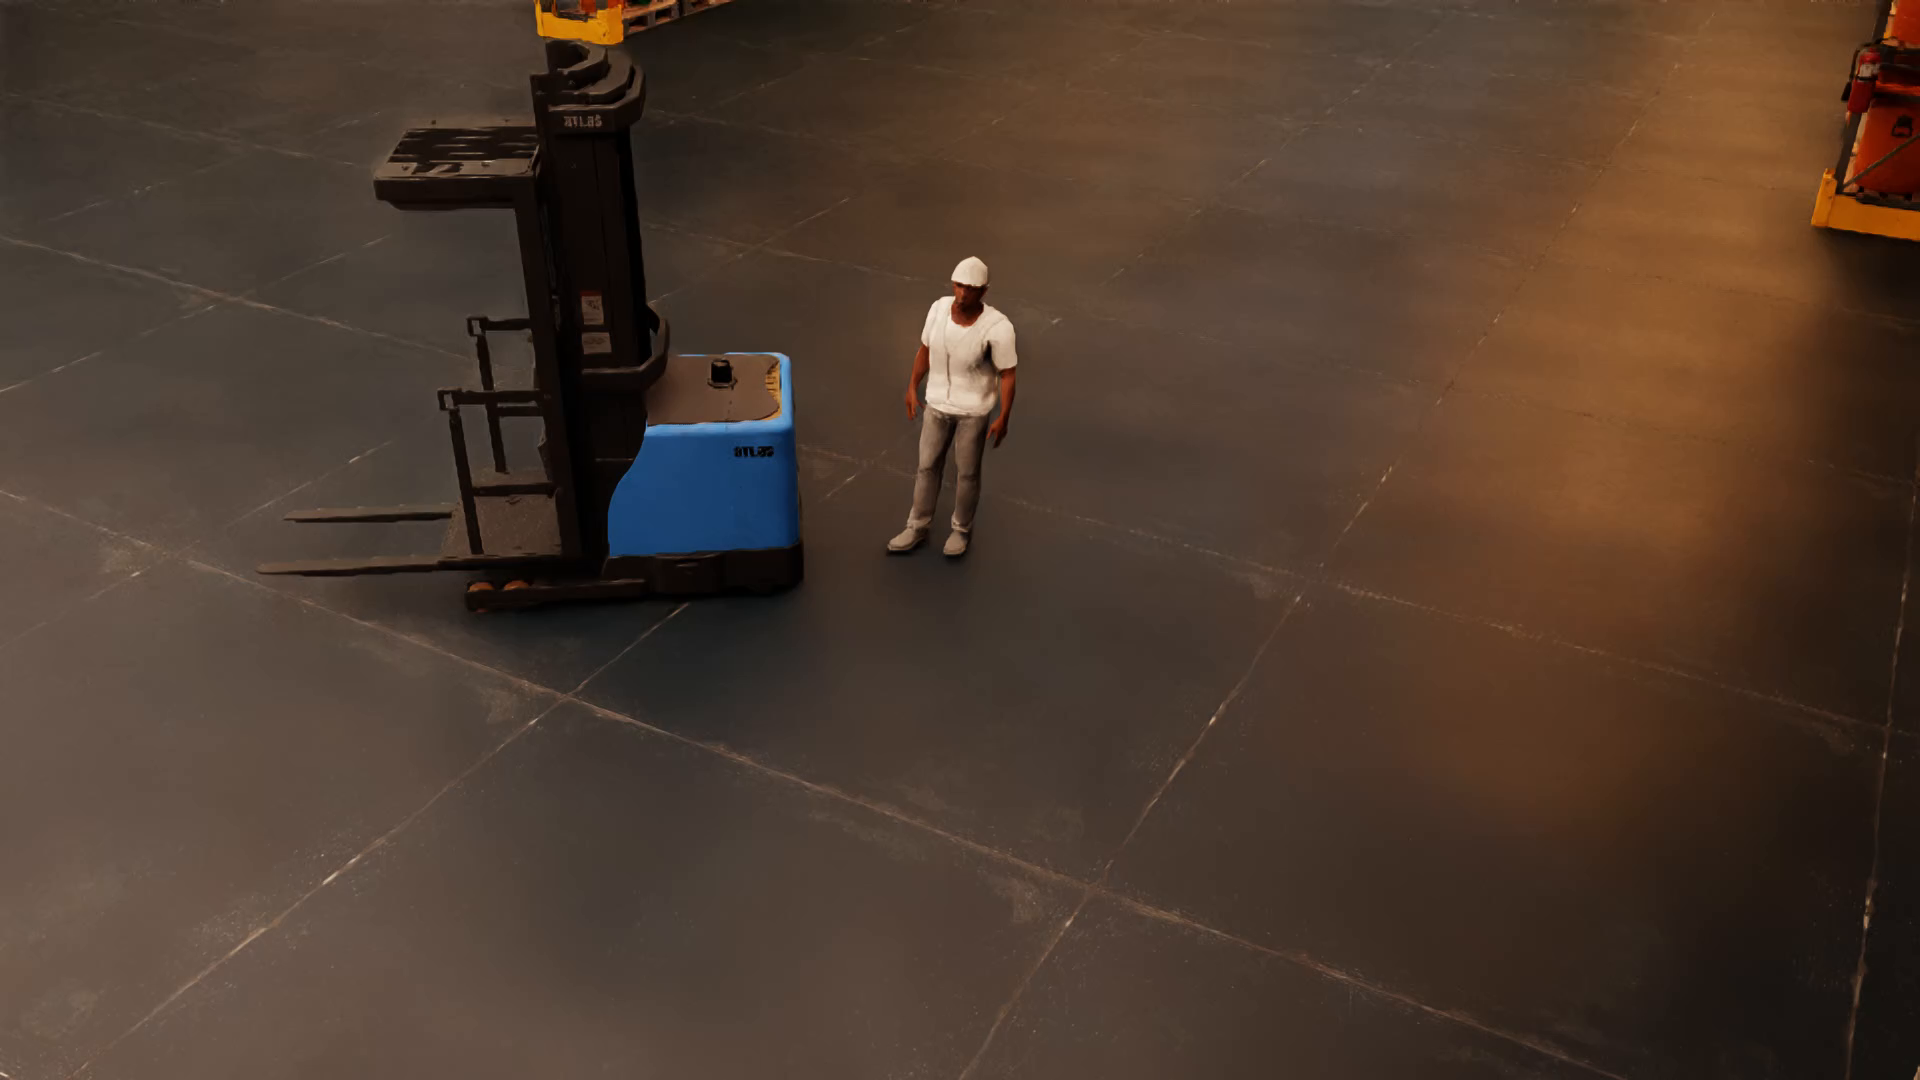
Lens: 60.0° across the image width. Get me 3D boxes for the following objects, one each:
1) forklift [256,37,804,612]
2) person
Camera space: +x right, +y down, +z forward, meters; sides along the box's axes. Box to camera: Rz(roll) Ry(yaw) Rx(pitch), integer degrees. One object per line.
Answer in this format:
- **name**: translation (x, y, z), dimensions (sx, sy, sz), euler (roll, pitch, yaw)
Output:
- **forklift**: translation (-2.444, -1.143, 9.050), dimensions (3.031, 2.935, 1.130), euler (-3, 30, -5)
- **person**: translation (-0.038, -0.742, 9.507), dimensions (0.665, 1.766, 0.576), euler (15, 33, 25)
